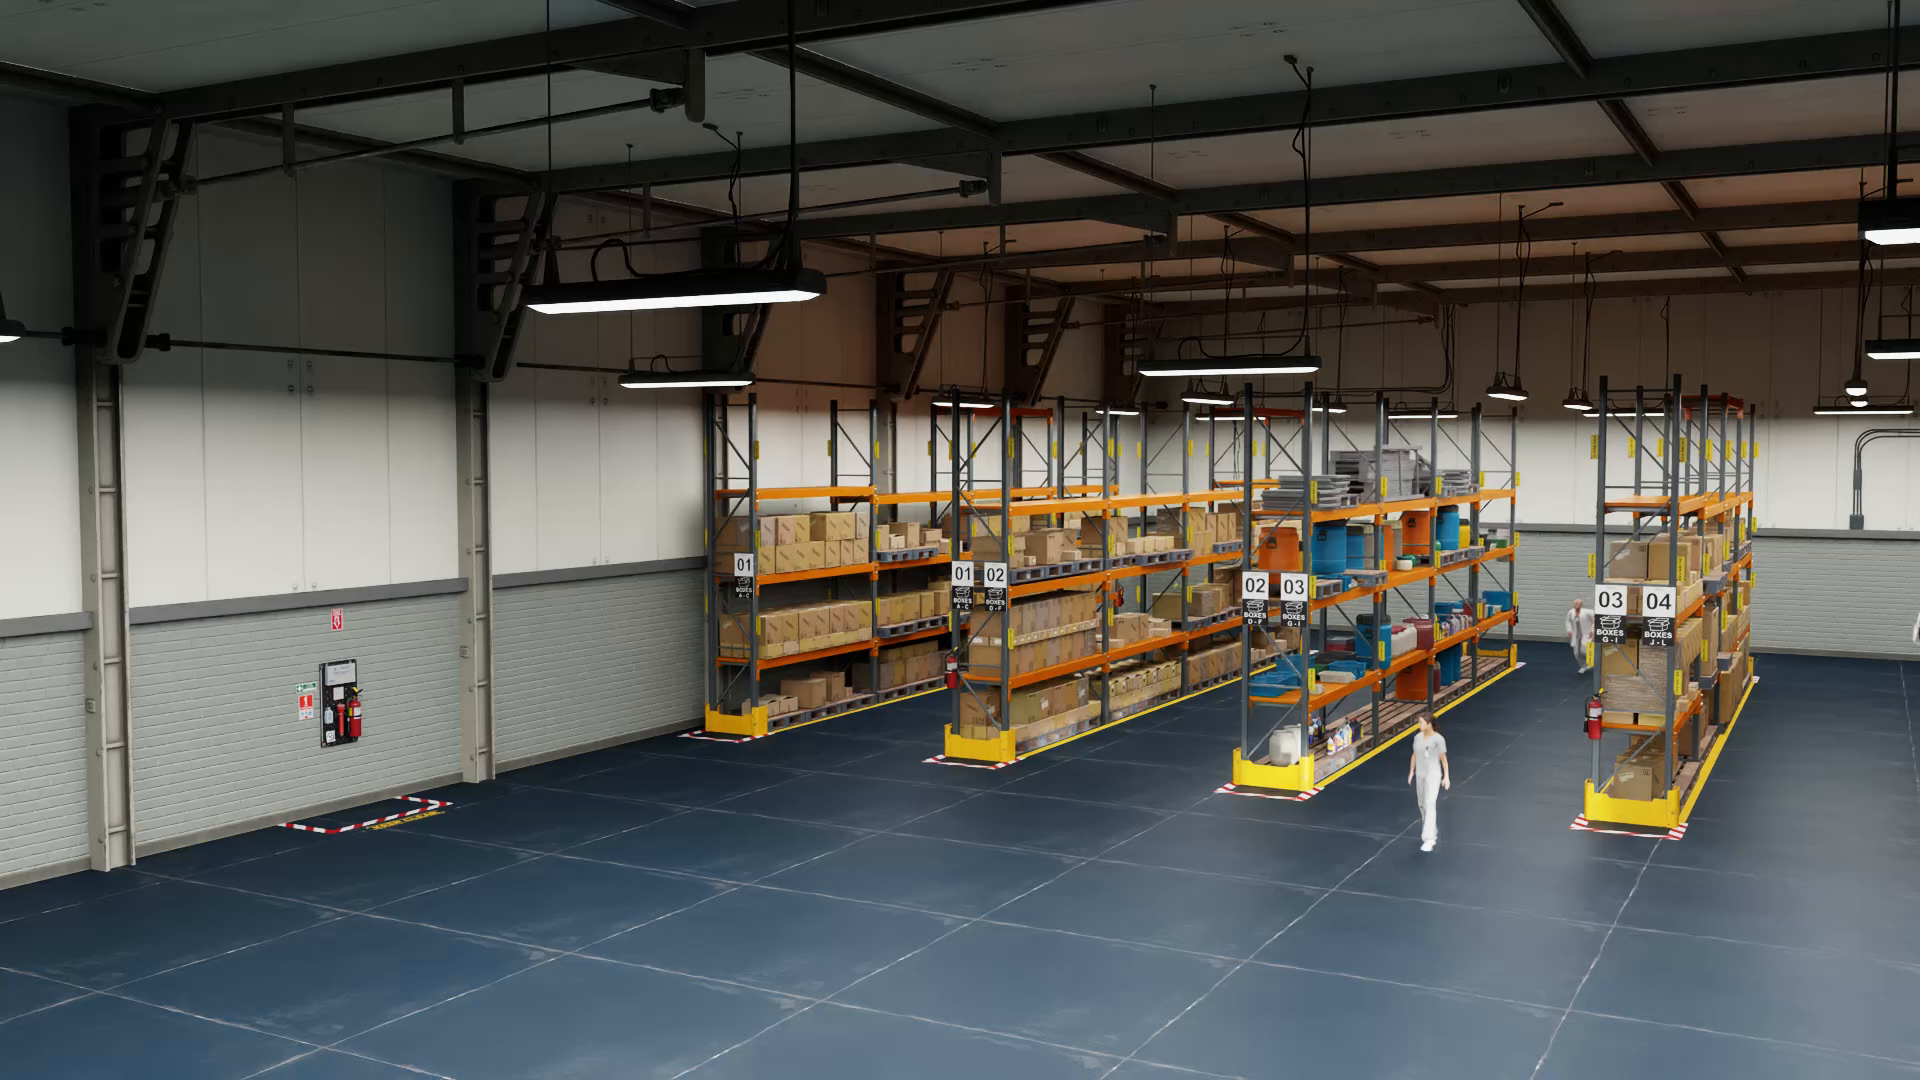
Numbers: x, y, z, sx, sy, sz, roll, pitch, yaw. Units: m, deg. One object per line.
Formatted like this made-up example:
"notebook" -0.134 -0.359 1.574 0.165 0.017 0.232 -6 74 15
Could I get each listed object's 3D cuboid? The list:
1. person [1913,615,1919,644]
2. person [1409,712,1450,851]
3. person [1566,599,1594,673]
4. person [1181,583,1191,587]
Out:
"person" 21.581 2.162 37.045 0.570 1.618 1.049 2 4 38
"person" 5.894 3.027 21.084 0.650 1.673 0.557 -2 4 -35
"person" 13.978 2.154 37.328 0.752 1.683 0.624 2 4 38
"person" 5.441 1.916 40.796 0.550 1.763 0.620 -1 3 -14
